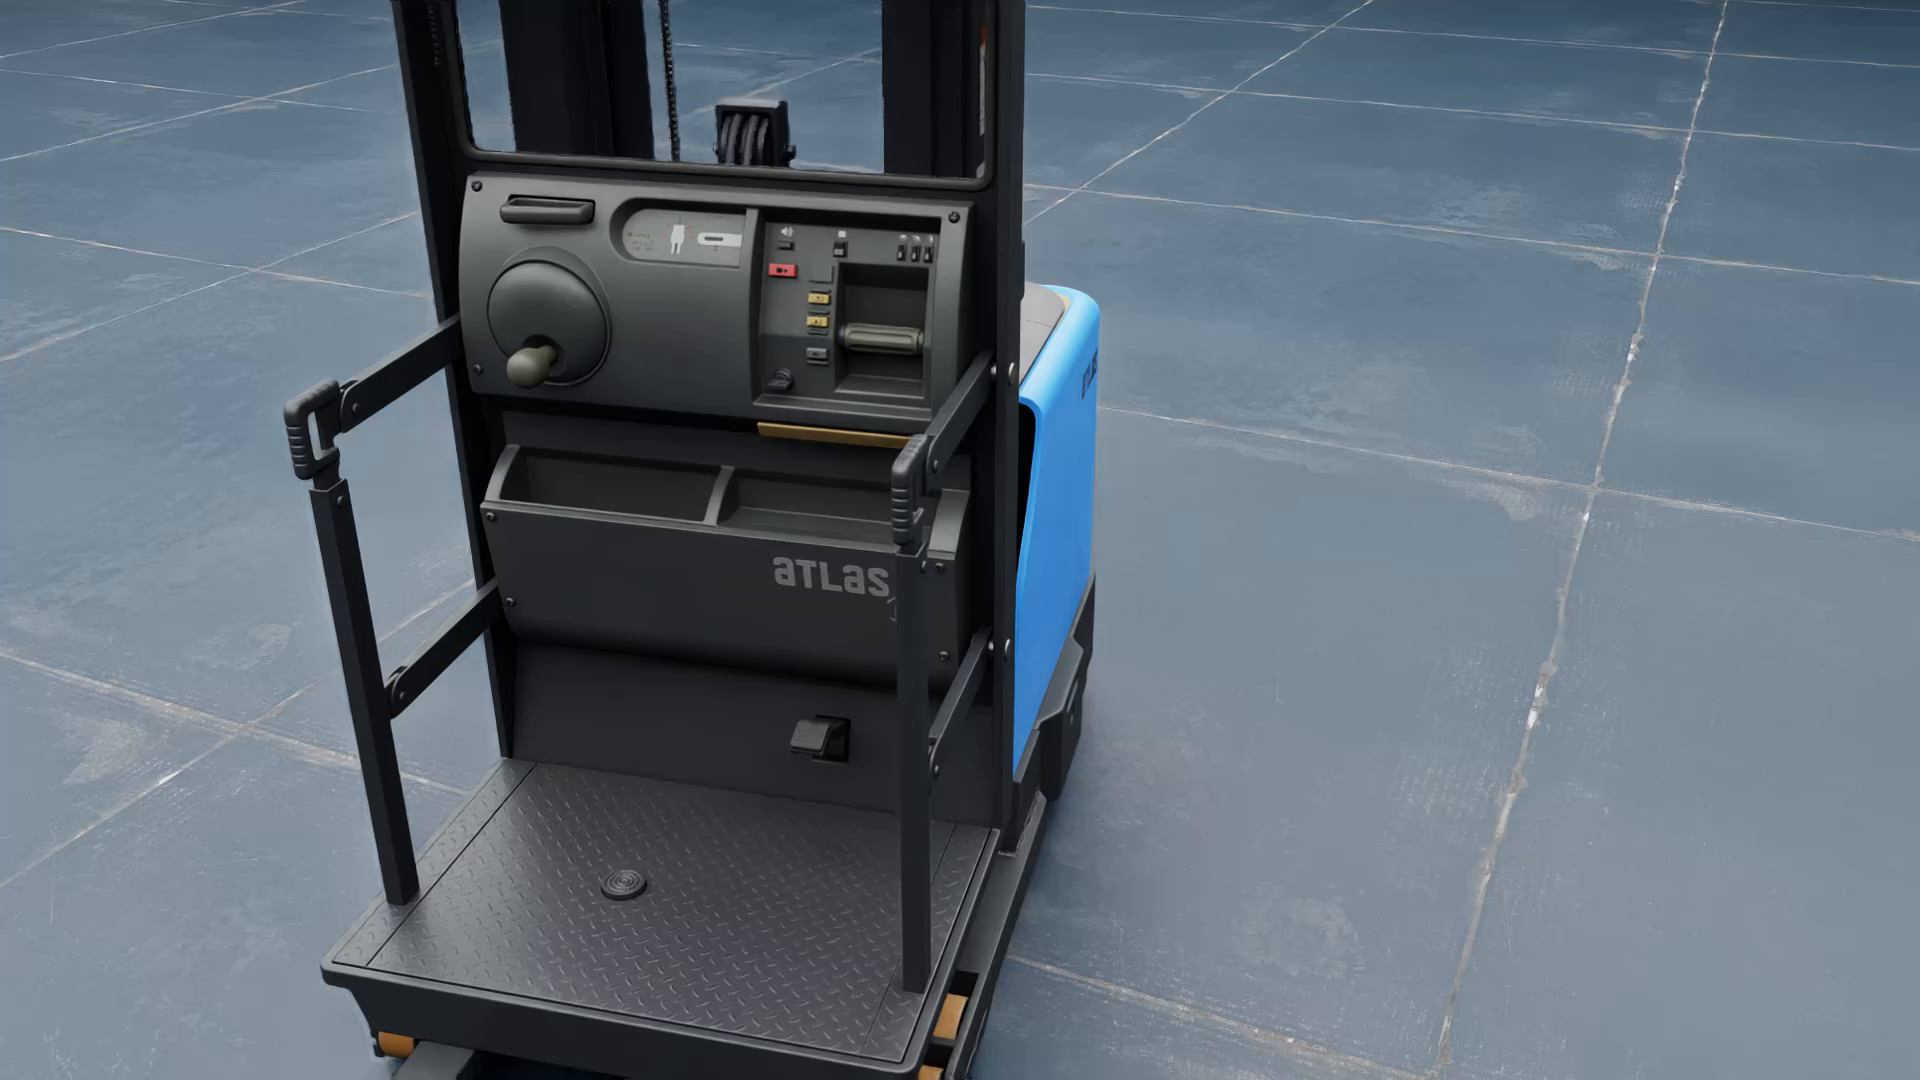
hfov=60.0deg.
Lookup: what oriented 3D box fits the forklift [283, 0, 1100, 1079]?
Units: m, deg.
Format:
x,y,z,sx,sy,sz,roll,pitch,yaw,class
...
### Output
x,y,z,sx,sy,sz,roll,pitch,yaw,class
-0.492,-0.392,2.727,1.130,2.935,3.031,6,27,12,forklift
